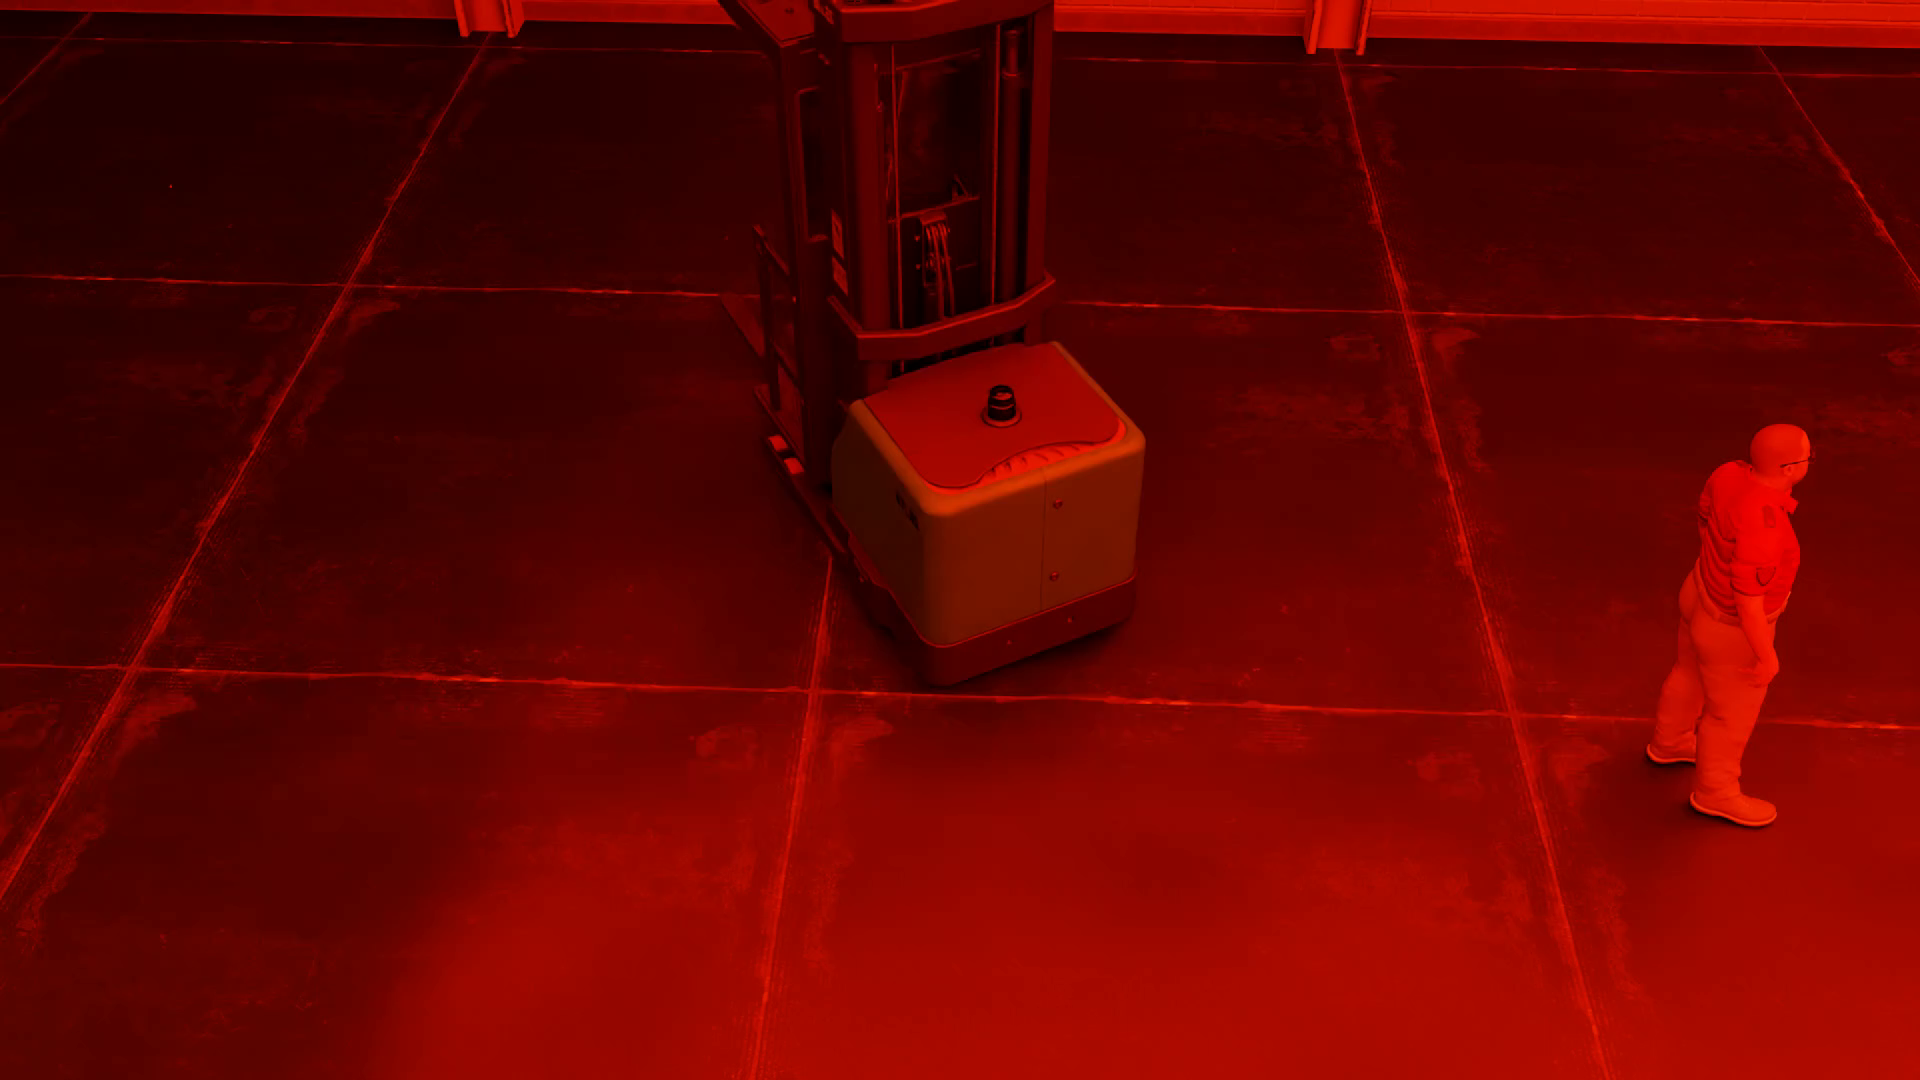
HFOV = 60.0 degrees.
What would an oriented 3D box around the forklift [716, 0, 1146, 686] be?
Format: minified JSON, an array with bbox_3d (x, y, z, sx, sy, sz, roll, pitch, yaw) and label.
[{"bbox_3d":[-0.333,-1.450,7.331,1.130,2.935,3.031,-19,46,-19],"label":"forklift"}]

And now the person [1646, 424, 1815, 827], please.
[{"bbox_3d":[3.010,0.291,6.304,0.551,1.727,0.640,2,42,2],"label":"person"}]
